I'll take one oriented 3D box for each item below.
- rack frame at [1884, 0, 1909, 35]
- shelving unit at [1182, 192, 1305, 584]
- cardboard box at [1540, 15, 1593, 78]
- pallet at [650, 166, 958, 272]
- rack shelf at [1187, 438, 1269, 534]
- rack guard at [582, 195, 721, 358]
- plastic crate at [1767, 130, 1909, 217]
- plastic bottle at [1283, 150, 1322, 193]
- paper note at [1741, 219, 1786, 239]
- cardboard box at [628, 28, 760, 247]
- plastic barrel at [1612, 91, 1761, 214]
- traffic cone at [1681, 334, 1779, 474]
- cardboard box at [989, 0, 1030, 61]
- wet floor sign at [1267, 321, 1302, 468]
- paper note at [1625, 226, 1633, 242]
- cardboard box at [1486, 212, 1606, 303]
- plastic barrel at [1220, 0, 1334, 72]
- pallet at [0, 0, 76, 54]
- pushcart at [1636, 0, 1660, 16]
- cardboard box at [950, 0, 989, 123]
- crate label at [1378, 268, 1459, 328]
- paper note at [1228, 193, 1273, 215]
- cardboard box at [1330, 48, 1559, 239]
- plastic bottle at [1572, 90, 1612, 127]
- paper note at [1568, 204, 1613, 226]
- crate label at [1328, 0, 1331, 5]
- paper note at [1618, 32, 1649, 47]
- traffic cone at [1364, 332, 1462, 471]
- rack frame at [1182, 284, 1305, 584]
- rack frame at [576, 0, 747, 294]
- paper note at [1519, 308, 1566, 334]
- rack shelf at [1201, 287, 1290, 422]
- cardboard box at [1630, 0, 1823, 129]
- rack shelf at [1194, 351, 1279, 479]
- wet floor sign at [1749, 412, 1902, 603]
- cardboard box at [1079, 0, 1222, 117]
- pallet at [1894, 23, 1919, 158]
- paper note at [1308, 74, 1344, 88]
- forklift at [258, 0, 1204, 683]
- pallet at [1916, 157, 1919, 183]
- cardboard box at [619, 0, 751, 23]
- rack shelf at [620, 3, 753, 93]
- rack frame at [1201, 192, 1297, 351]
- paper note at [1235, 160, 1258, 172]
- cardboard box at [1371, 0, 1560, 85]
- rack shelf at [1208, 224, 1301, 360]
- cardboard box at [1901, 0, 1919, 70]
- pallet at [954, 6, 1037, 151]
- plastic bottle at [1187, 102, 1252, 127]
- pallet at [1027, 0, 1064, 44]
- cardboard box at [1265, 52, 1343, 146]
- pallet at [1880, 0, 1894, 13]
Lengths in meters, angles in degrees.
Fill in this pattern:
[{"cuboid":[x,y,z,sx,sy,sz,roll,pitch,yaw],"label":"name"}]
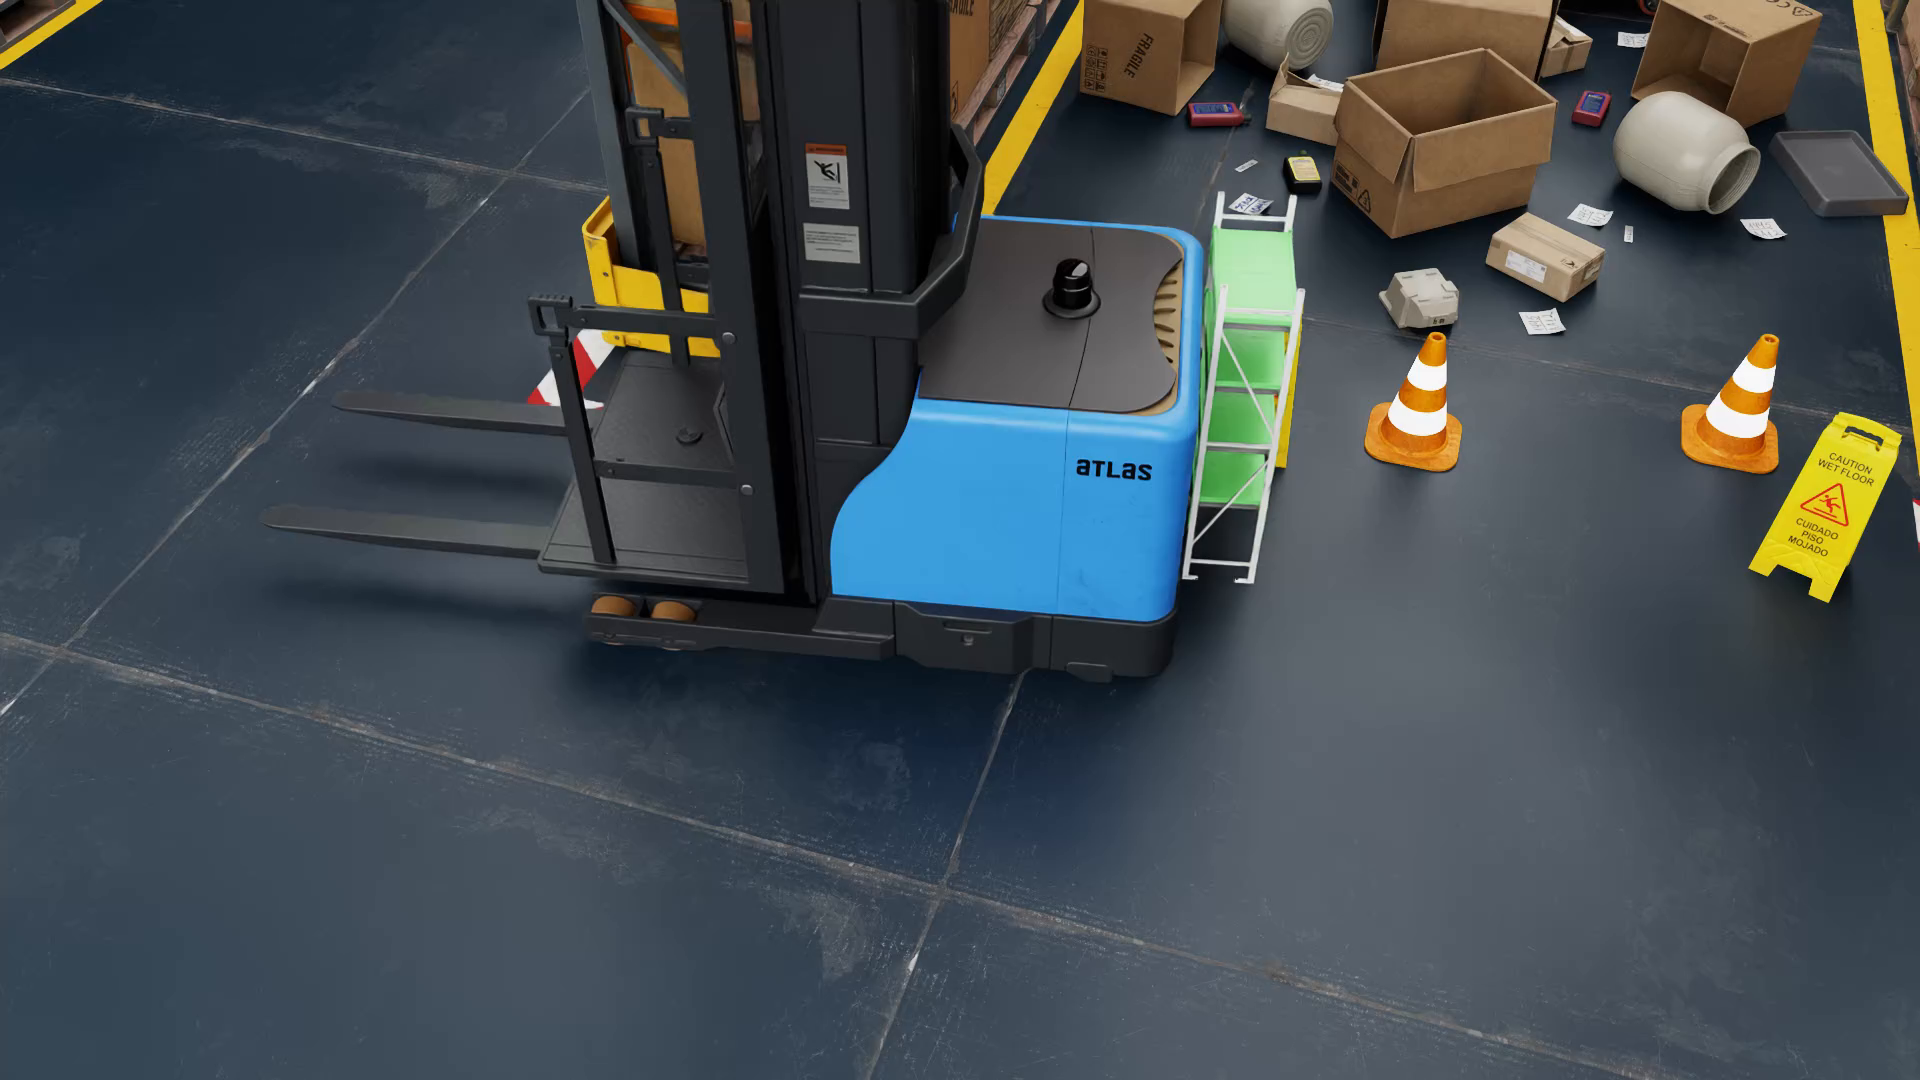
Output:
[{"cuboid":[5.143,-3.548,7.231,1.000,3.000,0.127,13,46,13],"label":"rack frame"},{"cuboid":[0.892,-0.464,5.366,0.258,1.200,0.503,4,45,4],"label":"shelving unit"},{"cuboid":[2.851,-2.482,8.097,0.258,0.266,0.396,-16,47,-16],"label":"cardboard box"},{"cuboid":[-0.649,-1.416,7.046,1.003,0.211,1.213,13,46,13],"label":"pallet"},{"cuboid":[0.892,-0.247,5.579,0.258,0.148,0.480,4,45,4],"label":"rack shelf"},{"cuboid":[-0.824,-0.953,6.367,1.175,0.500,0.348,13,46,13],"label":"rack guard"},{"cuboid":[3.886,-1.632,7.360,0.402,0.080,0.583,-2,44,-2],"label":"plastic crate"},{"cuboid":[1.513,-1.641,7.383,0.133,0.061,0.283,-2,44,-2],"label":"plastic bottle"},{"cuboid":[3.429,-1.334,7.092,0.142,0.019,0.148,-2,44,-2],"label":"paper note"},{"cuboid":[-0.674,-1.720,6.581,0.875,0.875,0.875,13,46,13],"label":"cardboard box"},{"cuboid":[3.114,-1.658,7.142,0.421,0.421,0.512,-24,49,-22],"label":"plastic barrel"},{"cuboid":[2.832,-0.535,5.966,0.336,0.463,0.334,13,46,13],"label":"traffic cone"},{"cuboid":[-0.132,-2.914,7.802,0.875,0.875,0.875,13,46,13],"label":"cardboard box"},{"cuboid":[1.062,-0.583,5.884,0.267,0.644,0.232,5,45,5],"label":"wet floor sign"},{"cuboid":[2.845,-1.302,7.074,0.032,0.001,0.123,13,46,13],"label":"paper note"},{"cuboid":[2.403,-1.164,6.833,0.250,0.149,0.380,-33,53,-29],"label":"cardboard box"},{"cuboid":[1.513,-2.527,8.030,0.421,0.421,0.512,-24,49,-22],"label":"plastic barrel"},{"cuboid":[-5.210,-2.569,8.224,1.003,0.211,1.213,13,46,13],"label":"pallet"},{"cuboid":[2.955,-3.060,8.608,1.648,0.377,0.936,-2,44,-2],"label":"pushcart"},{"cuboid":[-0.410,-2.306,7.181,0.875,0.875,0.875,12,46,12],"label":"cardboard box"},{"cuboid":[1.850,-0.964,6.637,0.250,0.136,0.298,-9,45,-9],"label":"crate label"},{"cuboid":[1.264,-1.459,7.220,0.144,0.017,0.142,28,51,26],"label":"paper note"},{"cuboid":[2.051,-1.697,7.124,0.797,0.503,0.637,-16,47,-16],"label":"cardboard box"},{"cuboid":[2.965,-2.035,7.786,0.133,0.061,0.283,20,48,19],"label":"plastic bottle"},{"cuboid":[2.721,-1.403,7.170,0.148,0.019,0.142,28,51,26],"label":"paper note"},{"cuboid":[1.719,-2.721,8.433,0.298,0.136,0.250,-16,47,-16],"label":"crate label"},{"cuboid":[3.356,-2.495,8.278,0.148,0.019,0.142,13,46,13],"label":"paper note"},{"cuboid":[1.671,-0.543,5.974,0.336,0.463,0.334,13,46,13],"label":"traffic cone"},{"cuboid":[0.869,-0.294,5.192,0.240,1.200,0.015,4,45,4],"label":"rack frame"},{"cuboid":[-0.817,-1.863,5.509,1.000,3.000,0.127,13,46,13],"label":"rack frame"},{"cuboid":[2.321,-0.872,6.620,0.148,0.019,0.142,-2,44,-2],"label":"paper note"},{"cuboid":[0.892,-0.590,5.243,0.258,0.148,0.480,4,45,4],"label":"rack shelf"},{"cuboid":[3.522,-2.229,7.669,0.500,0.500,0.500,-24,49,-22],"label":"cardboard box"},{"cuboid":[0.892,-0.418,5.411,0.258,0.148,0.480,4,45,4],"label":"rack shelf"},{"cuboid":[2.854,-0.140,5.432,0.267,0.644,0.232,28,51,26],"label":"wet floor sign"},{"cuboid":[0.903,-2.384,7.828,0.500,0.500,0.500,20,48,19],"label":"cardboard box"},{"cuboid":[4.973,-2.096,7.741,1.003,0.211,1.213,13,46,13],"label":"pallet"},{"cuboid":[1.727,-2.172,7.954,0.172,0.023,0.155,28,51,26],"label":"paper note"},{"cuboid":[-0.780,-1.051,4.729,3.031,2.935,1.130,5,45,5],"label":"forklift"},{"cuboid":[4.606,-1.280,6.907,1.003,0.211,1.213,13,46,13],"label":"pallet"},{"cuboid":[-0.747,-2.173,5.719,0.875,0.550,0.550,13,46,13],"label":"cardboard box"},{"cuboid":[-0.211,-2.939,7.123,1.077,0.370,4.000,13,46,13],"label":"rack shelf"},{"cuboid":[0.916,-0.634,5.540,0.240,1.200,0.015,4,45,4],"label":"rack frame"},{"cuboid":[1.285,-1.678,7.458,0.123,0.001,0.032,-33,53,-29],"label":"paper note"},{"cuboid":[2.326,-2.370,7.715,0.797,0.637,0.503,13,46,13],"label":"cardboard box"},{"cuboid":[0.892,-0.761,5.075,0.258,0.148,0.480,4,45,4],"label":"rack shelf"},{"cuboid":[4.707,-2.379,7.702,0.500,0.250,0.500,11,45,11],"label":"cardboard box"},{"cuboid":[-0.278,-2.226,7.874,1.003,0.211,1.213,13,46,13],"label":"pallet"},{"cuboid":[1.206,-1.977,7.727,0.283,0.061,0.133,-2,44,-2],"label":"plastic bottle"},{"cuboid":[0.090,-3.042,8.708,1.003,0.211,1.213,13,46,13],"label":"pallet"},{"cuboid":[1.629,-2.016,7.620,0.396,0.266,0.258,20,48,19],"label":"cardboard box"},{"cuboid":[5.377,-3.071,8.737,1.003,0.211,1.213,13,46,13],"label":"pallet"}]
